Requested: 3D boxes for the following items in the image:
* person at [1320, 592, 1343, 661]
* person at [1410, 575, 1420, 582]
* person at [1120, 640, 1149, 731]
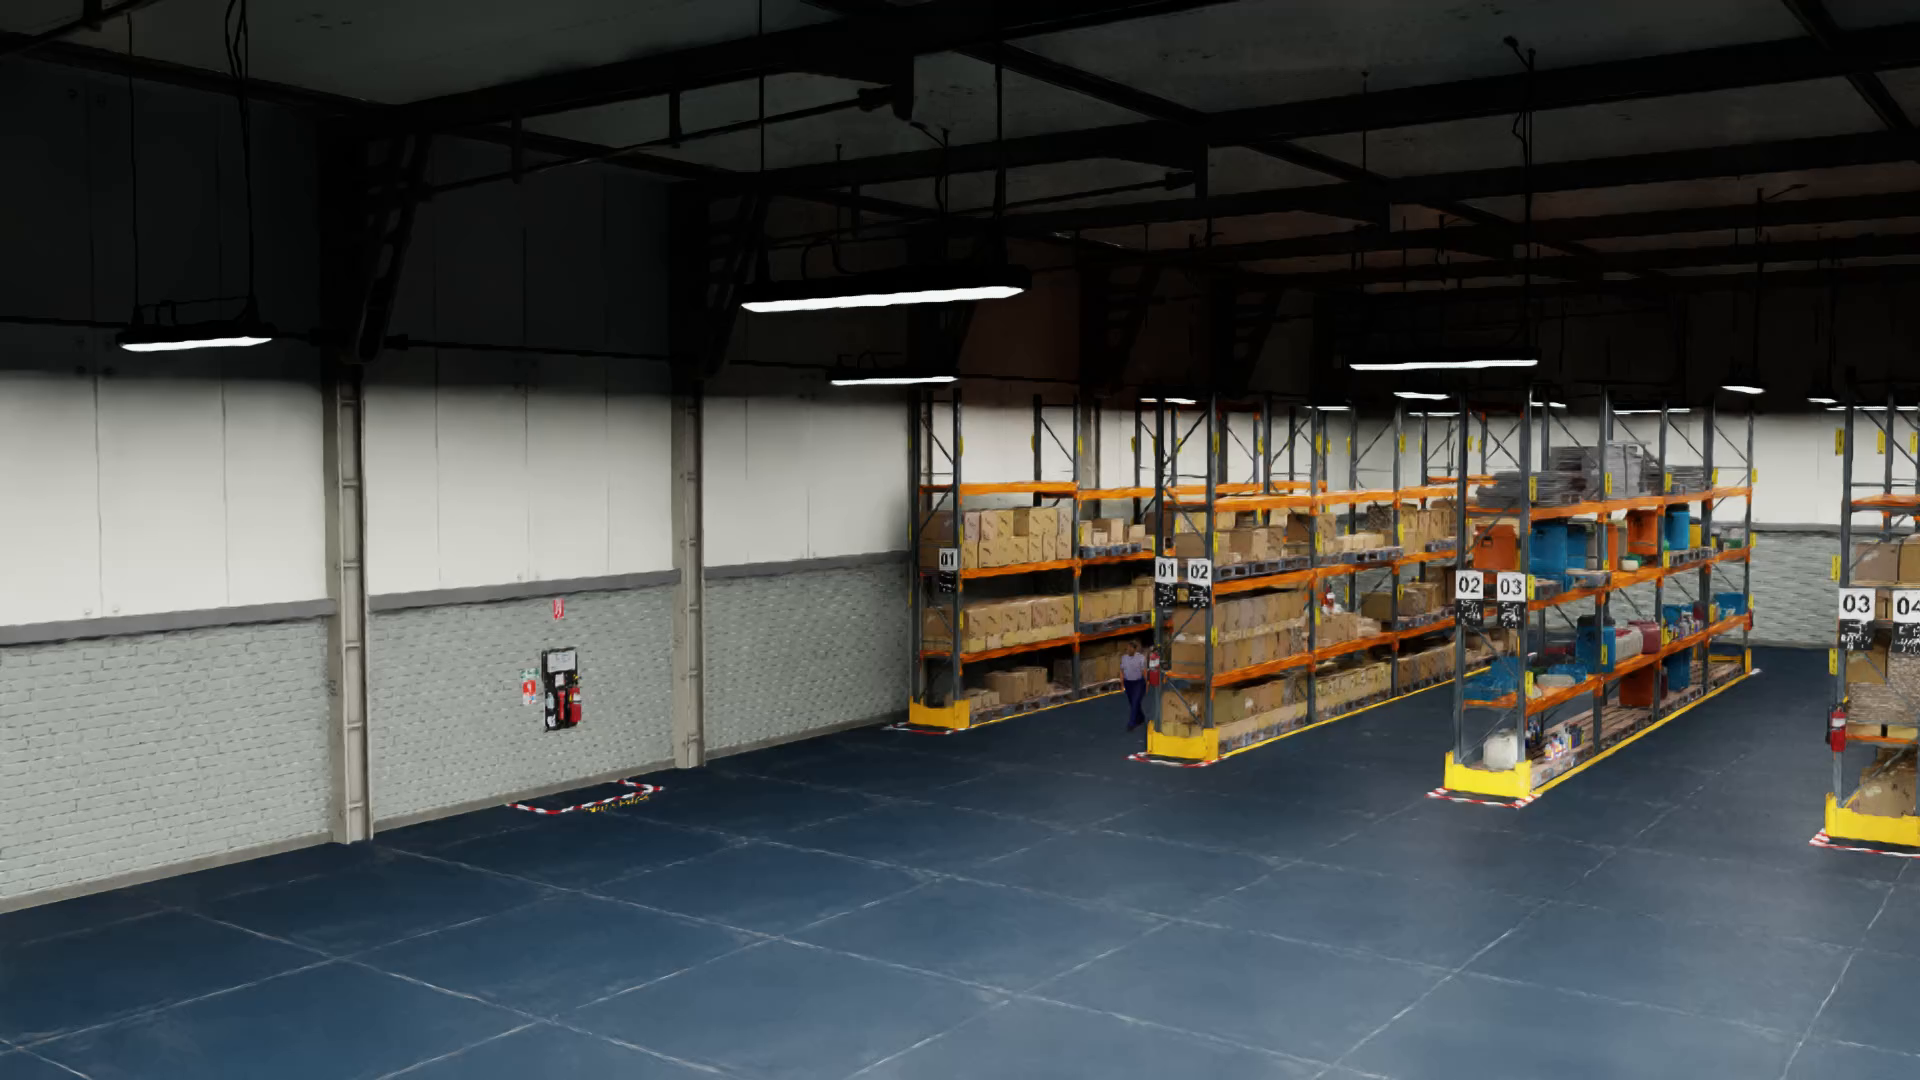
[{"bbox_3d":[8.310,2.011,37.238,0.553,1.709,1.123,3,4,38],"label":"person"},{"bbox_3d":[11.624,1.723,42.837,0.642,1.659,0.454,-1,4,-24],"label":"person"},{"bbox_3d":[3.036,2.542,29.255,0.482,1.551,1.090,2,4,34],"label":"person"}]
